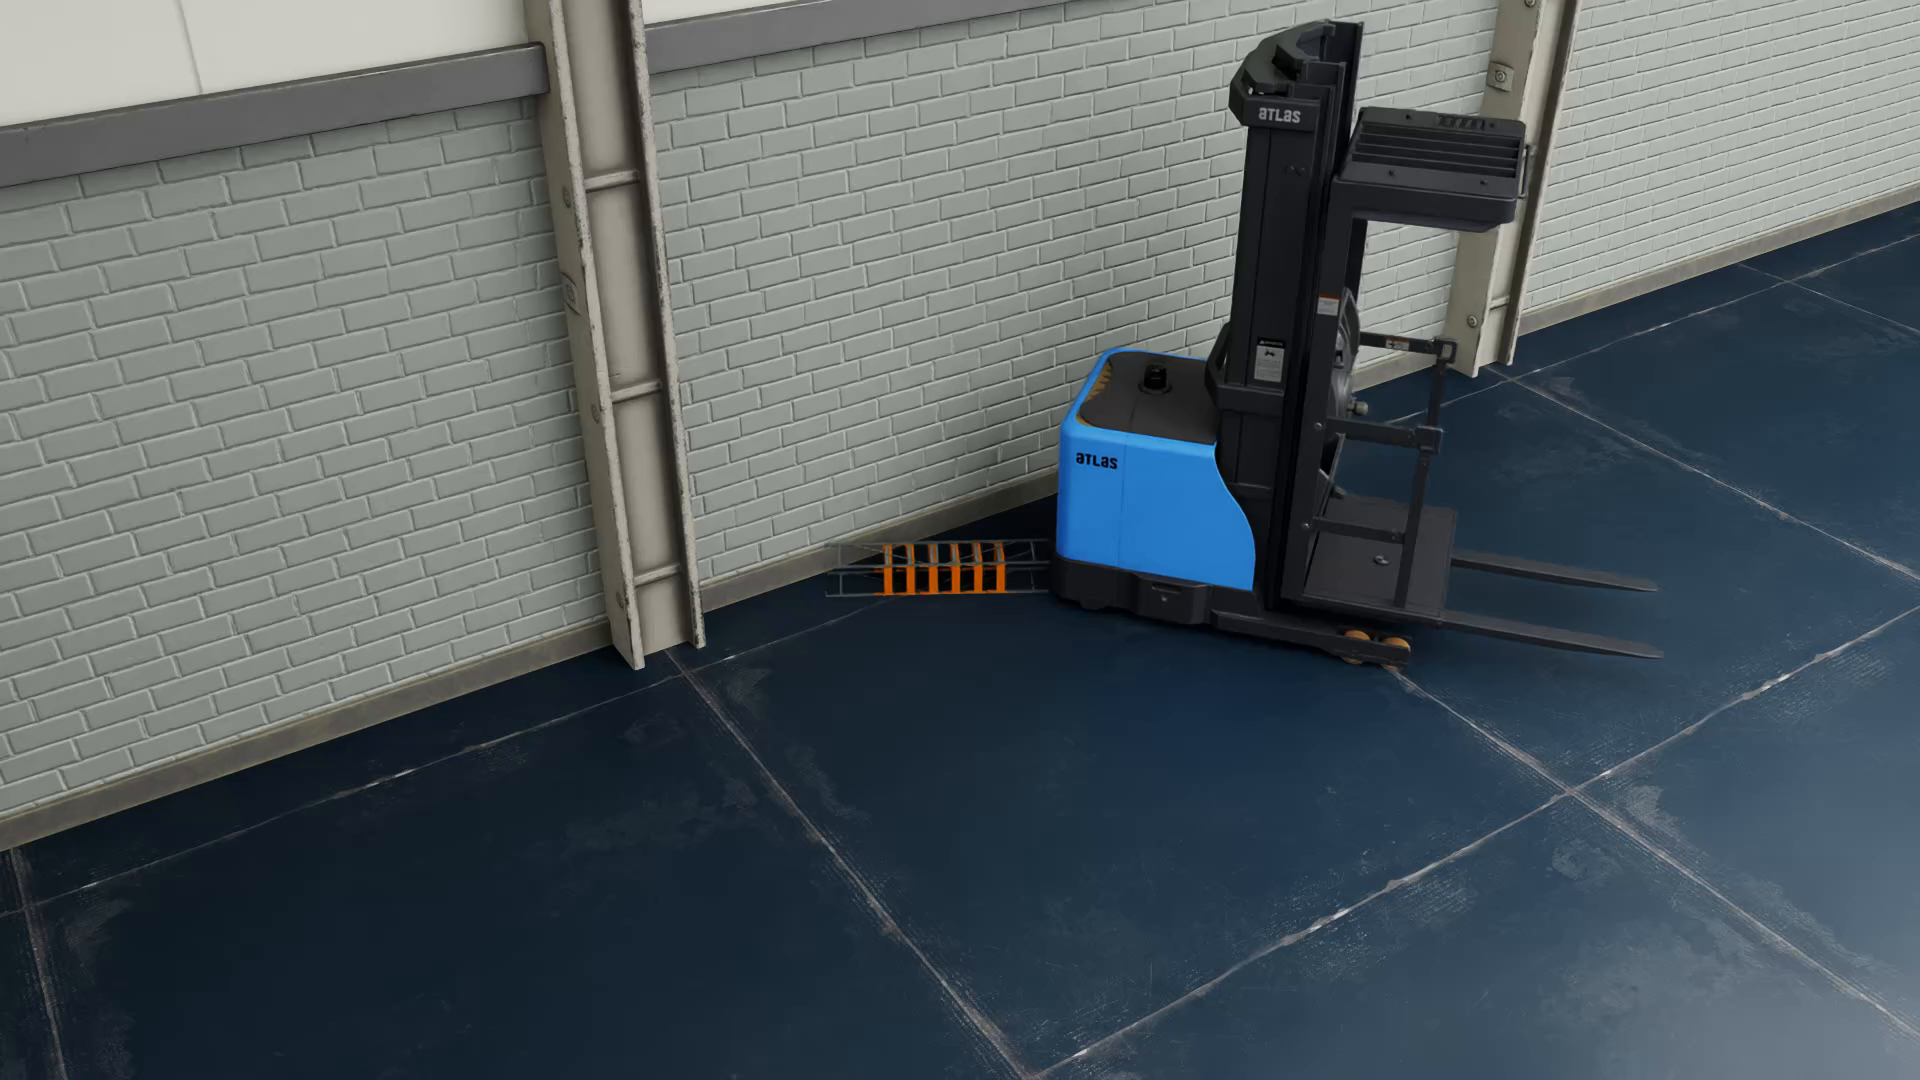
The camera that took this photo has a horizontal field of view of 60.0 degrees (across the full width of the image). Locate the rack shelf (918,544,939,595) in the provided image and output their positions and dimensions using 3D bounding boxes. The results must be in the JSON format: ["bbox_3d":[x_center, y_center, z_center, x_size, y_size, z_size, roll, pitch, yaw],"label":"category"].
[{"bbox_3d":[-0.170,0.150,8.949,0.103,0.180,0.258,-1,32,-3],"label":"rack shelf"}]

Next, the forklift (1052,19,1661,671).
[{"bbox_3d":[2.061,-0.903,8.056,3.031,2.935,1.130,10,34,15],"label":"forklift"}]

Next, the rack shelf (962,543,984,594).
[{"bbox_3d":[0.069,0.144,8.961,0.103,0.180,0.258,-1,32,-3],"label":"rack shelf"}]

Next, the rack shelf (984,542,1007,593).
[{"bbox_3d":[0.189,0.141,8.966,0.103,0.180,0.258,-1,32,-3],"label":"rack shelf"}]

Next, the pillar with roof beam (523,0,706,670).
[{"bbox_3d":[0.785,-1.348,3.074,0.400,9.000,9.100,-19,37,-27],"label":"pillar with roof beam"}]

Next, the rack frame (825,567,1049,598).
[{"bbox_3d":[-0.127,0.226,9.000,1.200,0.006,0.240,-1,32,-3],"label":"rack frame"}]

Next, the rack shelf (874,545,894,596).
[{"bbox_3d":[-0.410,0.156,8.938,0.103,0.180,0.258,-1,32,-3],"label":"rack shelf"}]

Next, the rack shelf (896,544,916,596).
[{"bbox_3d":[-0.290,0.153,8.943,0.103,0.180,0.258,-1,32,-3],"label":"rack shelf"}]

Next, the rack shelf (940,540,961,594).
[{"bbox_3d":[-0.051,0.147,8.955,0.103,0.180,0.258,-1,32,-3],"label":"rack shelf"}]

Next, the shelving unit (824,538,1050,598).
[{"bbox_3d":[-0.126,0.149,8.951,1.200,0.189,0.258,-1,32,-3],"label":"shelving unit"}]

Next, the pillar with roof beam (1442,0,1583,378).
[{"bbox_3d":[5.828,-3.082,5.823,0.400,9.000,9.100,-19,37,-27],"label":"pillar with roof beam"}]

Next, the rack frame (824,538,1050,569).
[{"bbox_3d":[-0.126,0.072,8.903,1.200,0.006,0.240,-1,32,-3],"label":"rack frame"}]
